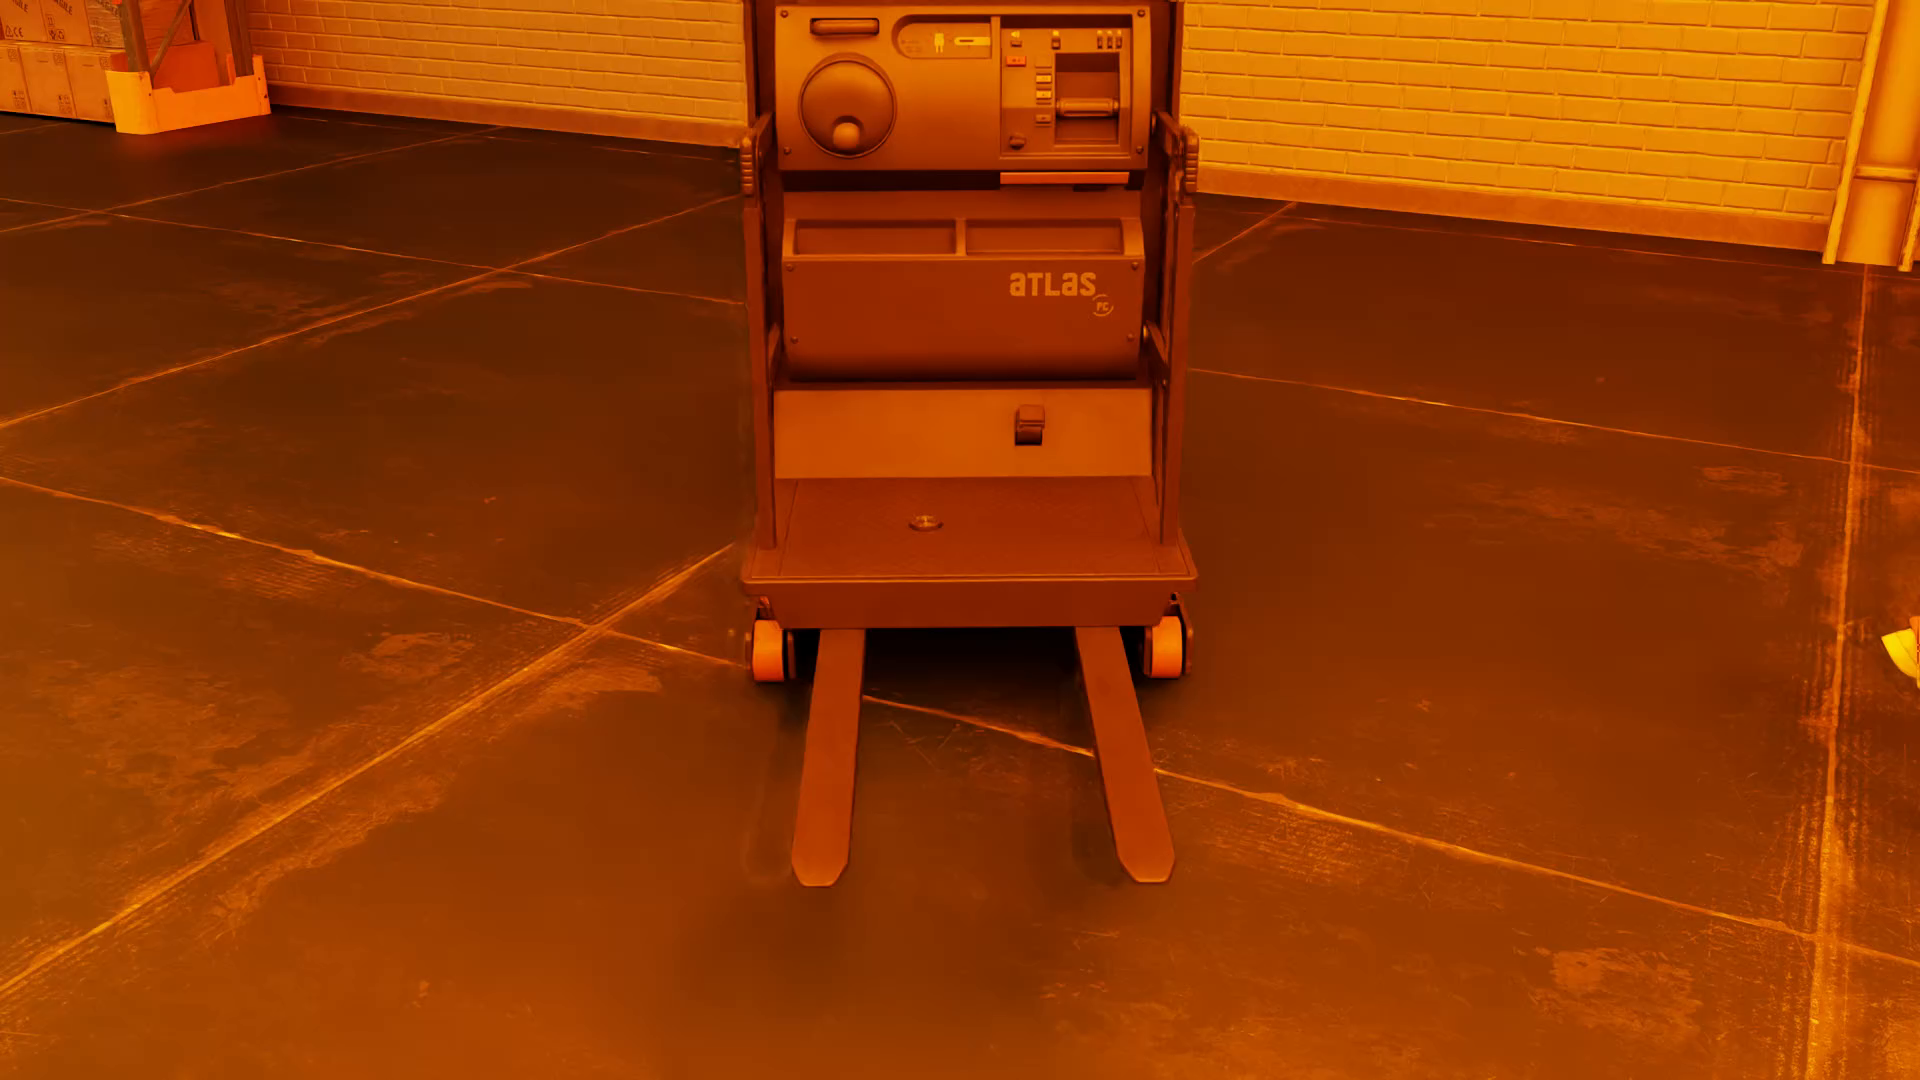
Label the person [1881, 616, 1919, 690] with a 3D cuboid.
[{"bbox_3d":[2.306,-0.046,3.262,0.502,1.558,0.972,4,23,9],"label":"person"}]

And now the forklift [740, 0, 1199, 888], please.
[{"bbox_3d":[0.014,-1.111,3.930,1.130,2.935,3.031,0,23,-1],"label":"forklift"}]
